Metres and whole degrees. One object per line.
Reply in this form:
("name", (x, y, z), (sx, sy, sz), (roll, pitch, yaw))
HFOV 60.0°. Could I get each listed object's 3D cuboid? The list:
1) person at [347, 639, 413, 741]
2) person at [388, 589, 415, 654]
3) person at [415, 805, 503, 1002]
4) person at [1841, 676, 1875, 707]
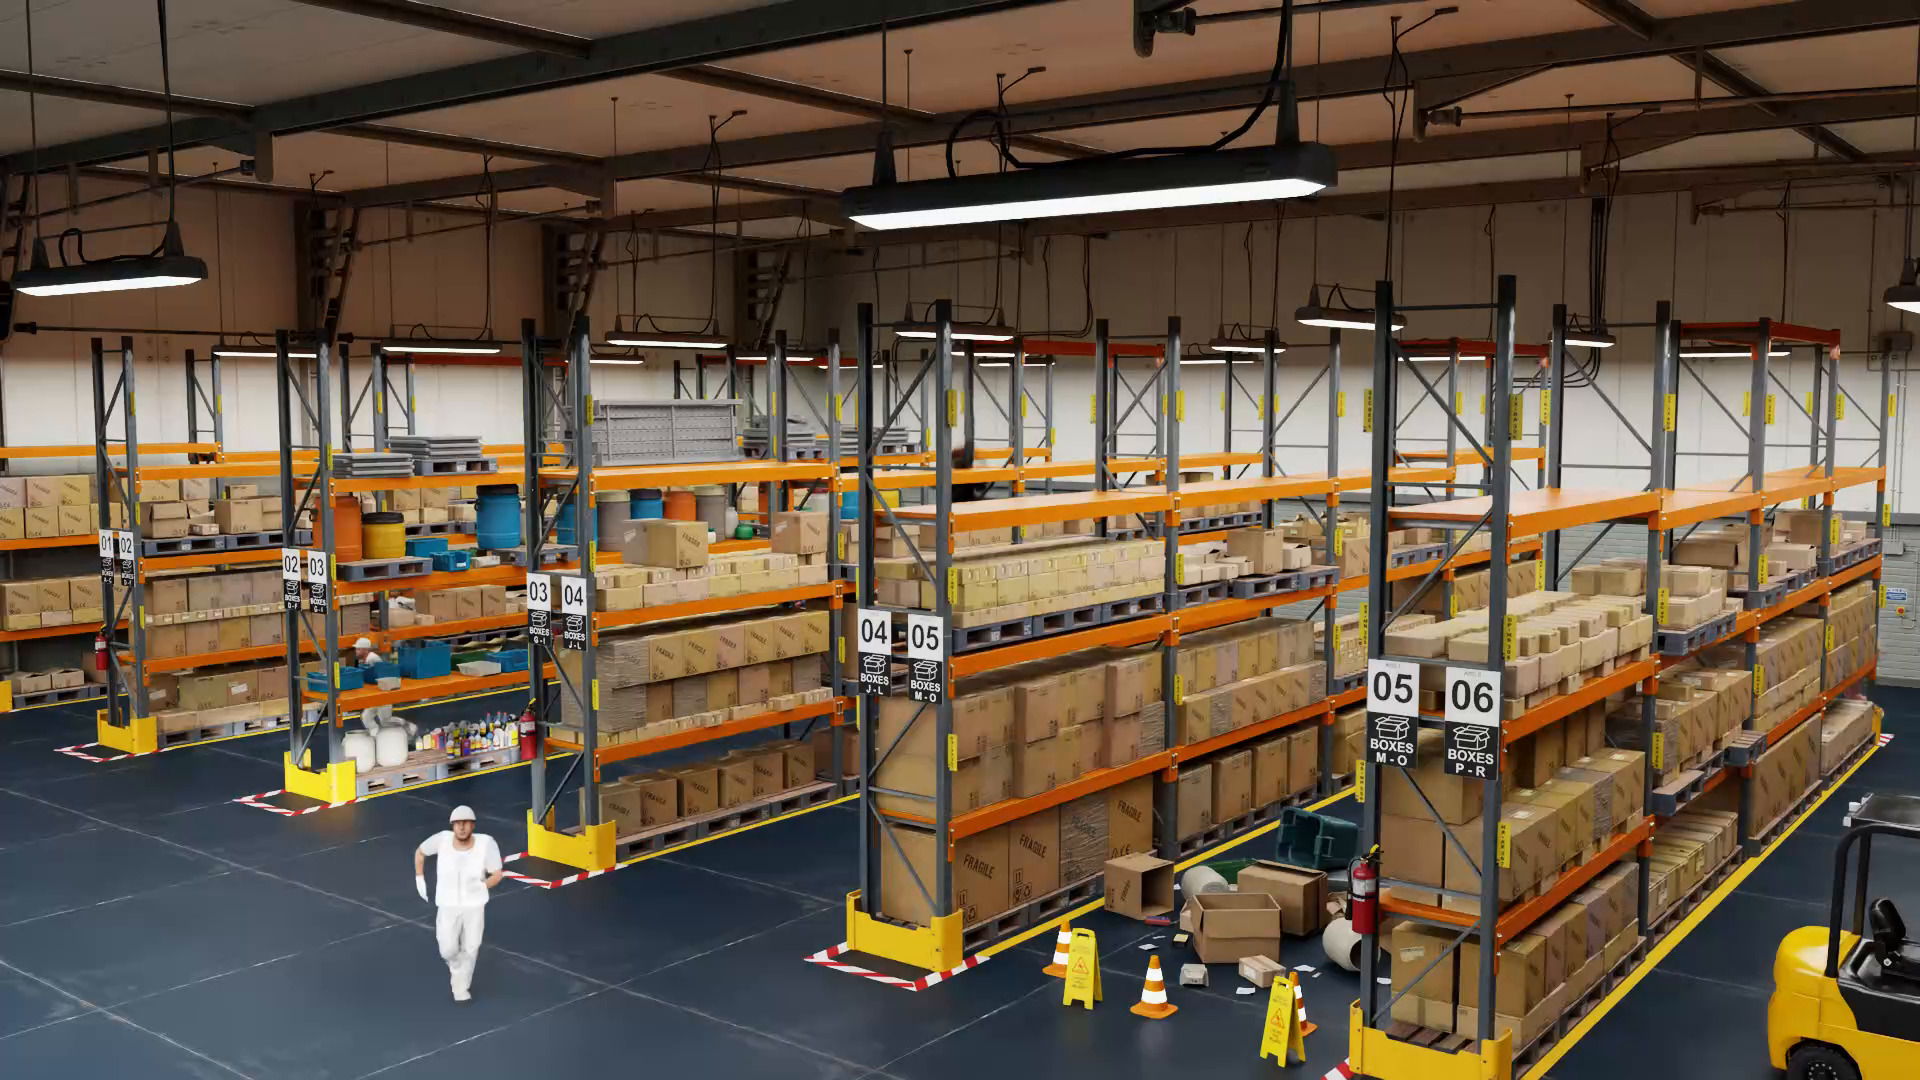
("person", (-8.356, 2.248, 23.996), (0.929, 1.701, 0.649), (-5, 7, -42))
("person", (-10.378, 1.637, 30.752), (0.572, 1.703, 0.911), (3, 6, 28))
("person", (-4.203, 3.065, 13.936), (0.726, 1.725, 0.774), (-1, 5, -13))
("person", (13.965, 2.102, 25.934), (0.614, 1.655, 0.738), (-3, 6, -28))
